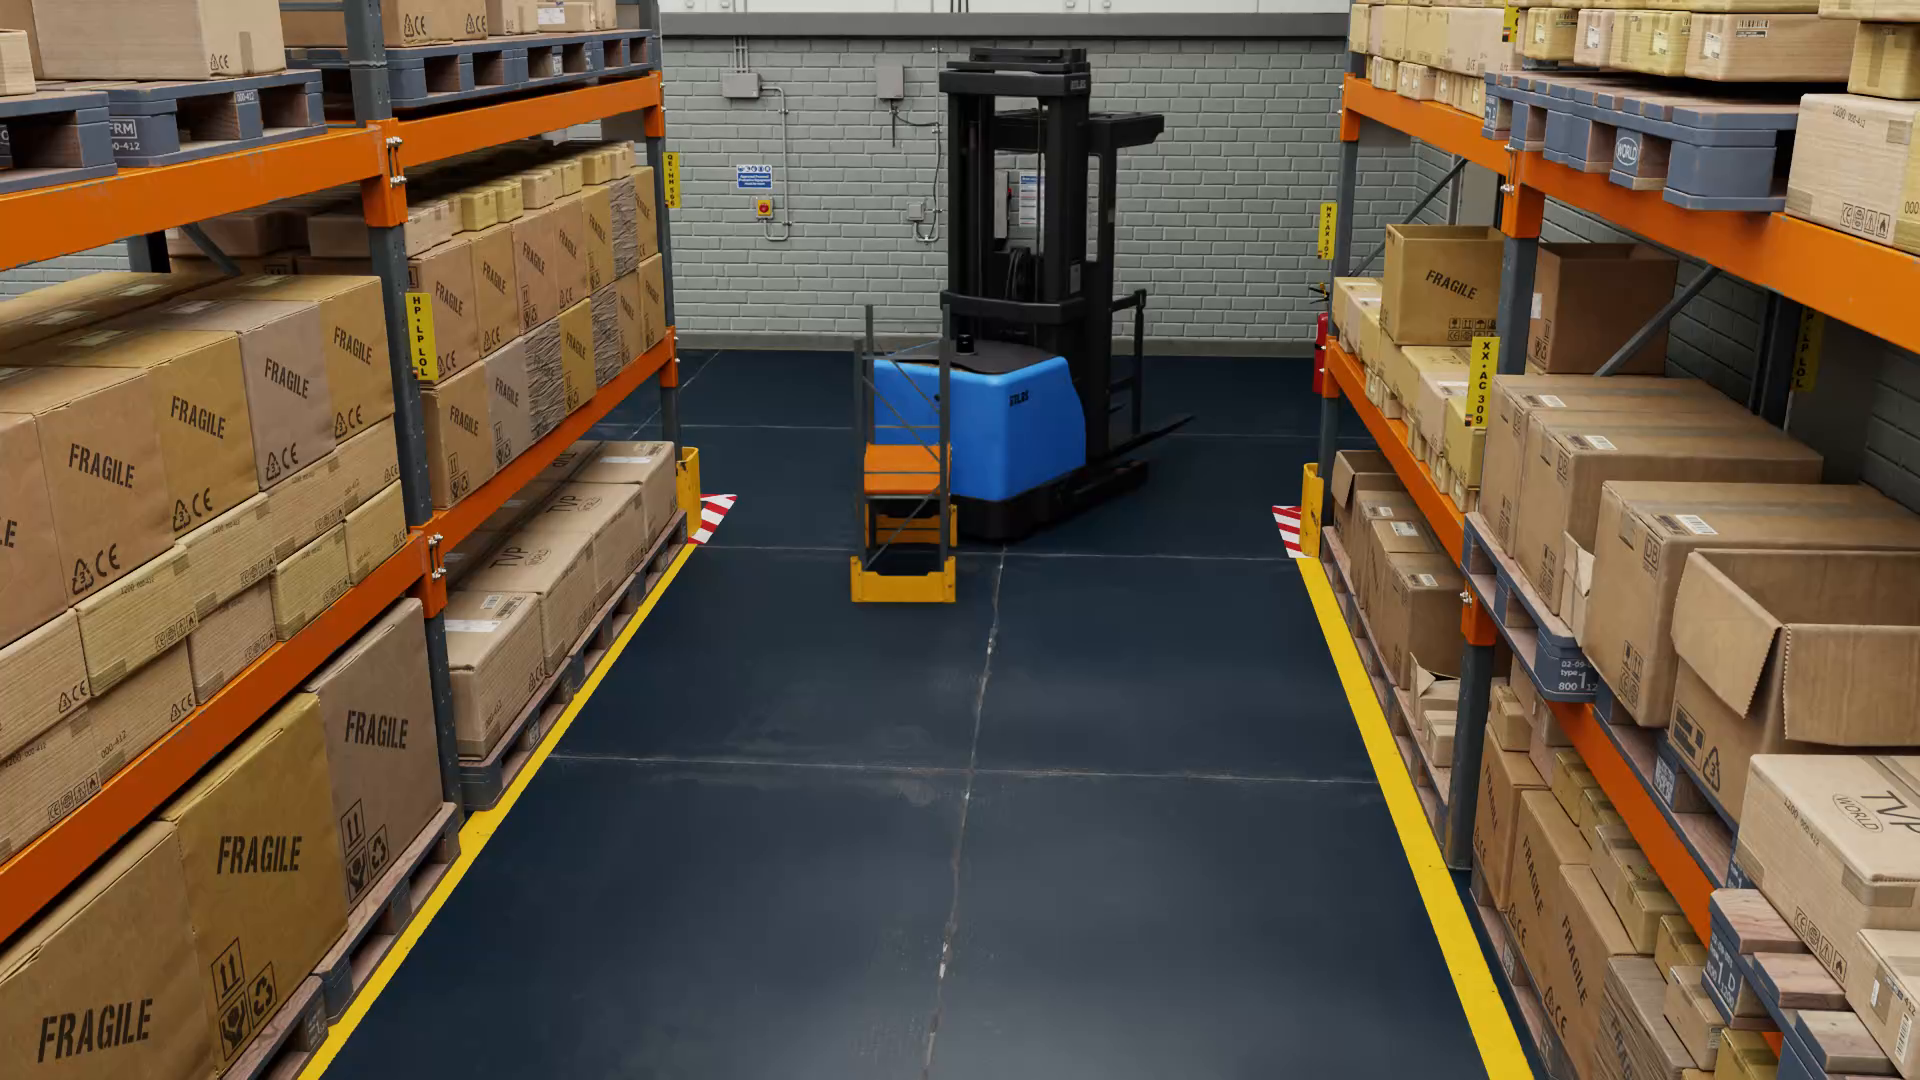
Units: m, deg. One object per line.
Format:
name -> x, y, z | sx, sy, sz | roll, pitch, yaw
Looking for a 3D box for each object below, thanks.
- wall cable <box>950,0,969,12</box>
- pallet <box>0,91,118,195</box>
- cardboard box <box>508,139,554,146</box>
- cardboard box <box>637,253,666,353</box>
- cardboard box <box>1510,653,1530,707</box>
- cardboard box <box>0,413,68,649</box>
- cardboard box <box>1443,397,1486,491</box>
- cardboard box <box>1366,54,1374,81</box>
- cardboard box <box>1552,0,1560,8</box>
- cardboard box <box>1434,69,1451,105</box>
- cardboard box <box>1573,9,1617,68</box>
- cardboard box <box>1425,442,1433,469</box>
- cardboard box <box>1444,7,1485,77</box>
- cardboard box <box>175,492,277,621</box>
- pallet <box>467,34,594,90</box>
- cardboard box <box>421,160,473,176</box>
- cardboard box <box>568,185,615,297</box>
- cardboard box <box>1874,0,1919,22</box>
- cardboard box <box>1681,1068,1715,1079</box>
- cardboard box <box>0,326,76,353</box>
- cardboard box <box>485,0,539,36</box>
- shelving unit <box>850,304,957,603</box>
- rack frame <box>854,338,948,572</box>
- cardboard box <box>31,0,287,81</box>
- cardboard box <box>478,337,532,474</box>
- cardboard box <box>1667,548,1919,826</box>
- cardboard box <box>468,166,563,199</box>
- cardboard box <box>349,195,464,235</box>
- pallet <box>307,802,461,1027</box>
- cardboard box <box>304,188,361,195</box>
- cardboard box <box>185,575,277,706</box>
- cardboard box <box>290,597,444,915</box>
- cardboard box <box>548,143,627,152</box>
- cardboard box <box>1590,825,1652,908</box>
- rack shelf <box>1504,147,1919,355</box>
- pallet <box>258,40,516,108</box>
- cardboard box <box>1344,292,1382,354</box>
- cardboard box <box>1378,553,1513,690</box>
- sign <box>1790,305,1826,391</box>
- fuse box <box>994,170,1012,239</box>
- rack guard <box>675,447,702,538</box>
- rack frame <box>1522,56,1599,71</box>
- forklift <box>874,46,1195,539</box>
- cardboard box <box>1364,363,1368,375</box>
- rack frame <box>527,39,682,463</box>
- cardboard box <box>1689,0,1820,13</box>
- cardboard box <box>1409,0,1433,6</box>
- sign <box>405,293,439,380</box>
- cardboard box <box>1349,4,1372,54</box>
wall cable -> 1.395, -6.044, 14.355 | 2.988, 3.039, 0.133 | 1, 18, 4
pallet -> -2.760, -0.893, 3.818 | 1.003, 0.211, 1.213 | 2, 18, 6
cardboard box -> -2.559, -2.220, 9.574 | 0.380, 0.149, 0.250 | 2, 18, 5
cardboard box -> -2.028, -1.385, 9.673 | 0.500, 0.500, 0.500 | 1, 18, 4
cardboard box -> 2.177, 0.504, 5.889 | 0.380, 0.149, 0.250 | 1, 18, 3
cardboard box -> -2.473, 0.006, 3.821 | 0.500, 0.500, 0.500 | 2, 18, 5
cardboard box -> 2.201, -0.375, 6.514 | 0.500, 0.250, 0.500 | 2, 18, 5
cardboard box -> 2.439, -2.596, 9.115 | 0.380, 0.149, 0.250 | 2, 18, 5
cardboard box -> 2.000, -1.669, 4.972 | 0.380, 0.149, 0.250 | 2, 18, 5
cardboard box -> 2.269, -1.962, 7.180 | 0.380, 0.149, 0.250 | 1, 18, 4
cardboard box -> 1.912, -1.374, 4.549 | 0.380, 0.149, 0.250 | 2, 18, 5
cardboard box -> 2.216, -0.370, 7.140 | 0.380, 0.149, 0.250 | 2, 18, 5
cardboard box -> 2.219, -1.954, 6.516 | 0.500, 0.250, 0.500 | 1, 18, 2
cardboard box -> -2.393, 0.041, 4.918 | 0.500, 0.250, 0.500 | 2, 18, 5
pallet -> -2.385, -2.266, 7.847 | 1.003, 0.211, 1.213 | 1, 18, 4
cardboard box -> -2.666, -1.818, 8.345 | 0.380, 0.149, 0.250 | 1, 18, 4
cardboard box -> -2.101, -1.545, 8.554 | 0.500, 0.500, 0.500 | 1, 18, 4
cardboard box -> 1.927, -1.022, 3.031 | 0.380, 0.149, 0.250 | 1, 18, 3
cardboard box -> 2.018, 1.635, 3.956 | 0.500, 0.500, 0.500 | 2, 18, 6
cardboard box -> -2.909, -0.329, 4.845 | 0.500, 0.500, 0.500 | 1, 18, 3
cardboard box -> -2.414, -2.660, 8.215 | 0.500, 0.311, 0.500 | 2, 18, 5
shelving unit -> -0.314, -0.526, 9.621 | 0.587, 1.500, 1.083 | 0, 18, 0
rack frame -> -0.318, -0.365, 9.129 | 0.500, 1.500, 0.032 | 0, 18, 0
cardboard box -> -2.398, -1.556, 5.004 | 0.500, 0.311, 0.500 | 1, 18, 4
cardboard box -> -2.209, -0.595, 7.261 | 0.500, 0.500, 0.500 | 1, 18, 4
cardboard box -> 2.053, 0.341, 3.725 | 0.797, 0.503, 0.637 | 1, 18, 3
cardboard box -> -2.157, -1.730, 8.077 | 0.380, 0.149, 0.250 | 2, 18, 6
cardboard box -> -2.284, -1.335, 6.871 | 0.380, 0.149, 0.250 | 1, 18, 3
pallet -> -2.524, 1.315, 6.070 | 1.003, 0.211, 1.213 | 1, 18, 4
cardboard box -> -2.684, -1.421, 7.133 | 0.380, 0.149, 0.250 | 1, 18, 3
cardboard box -> -2.417, 0.279, 4.994 | 0.500, 0.250, 0.500 | 1, 18, 2
cardboard box -> -2.509, 0.753, 6.045 | 0.875, 0.875, 0.875 | 2, 18, 6
cardboard box -> -2.077, -2.129, 9.296 | 0.380, 0.149, 0.250 | 2, 18, 5
cardboard box -> 2.105, 0.974, 4.932 | 0.380, 0.149, 0.250 | 1, 18, 4
rack shelf -> 2.264, -0.604, 3.787 | 1.077, 0.370, 4.000 | 1, 18, 4
pallet -> -2.475, -1.888, 6.694 | 1.003, 0.211, 1.213 | 1, 18, 4
cardboard box -> 2.357, -1.163, 8.917 | 0.500, 0.250, 0.500 | 1, 18, 5
cardboard box -> 2.381, 0.379, 7.788 | 0.700, 0.500, 0.500 | 1, 18, 2
sign -> 2.961, -0.681, 5.823 | 0.100, 0.325, 0.005 | 1, 18, 4
fuse box -> 0.209, -2.541, 15.429 | 0.539, 1.711, 0.414 | 1, 18, 4
rack guard -> -2.255, -0.313, 10.576 | 1.175, 0.500, 0.348 | 1, 18, 4
rack frame -> 2.407, -2.993, 5.104 | 1.000, 3.000, 0.127 | 1, 18, 4
forklift -> 0.658, -1.801, 11.213 | 1.130, 2.935, 3.031 | 12, 22, 32
cardboard box -> 2.361, -0.929, 8.845 | 0.380, 0.149, 0.250 | 2, 18, 6
rack frame -> -2.257, -1.494, 10.164 | 1.000, 3.000, 0.127 | 1, 18, 4
cardboard box -> 1.897, -1.274, 3.766 | 0.380, 0.149, 0.250 | 1, 18, 4
cardboard box -> 2.308, -2.512, 7.416 | 0.500, 0.250, 0.500 | 2, 18, 5
sign -> -2.002, -0.755, 6.177 | 0.100, 0.325, 0.005 | 1, 18, 4
cardboard box -> 2.390, -2.748, 8.937 | 0.500, 0.250, 0.500 | 1, 18, 3
